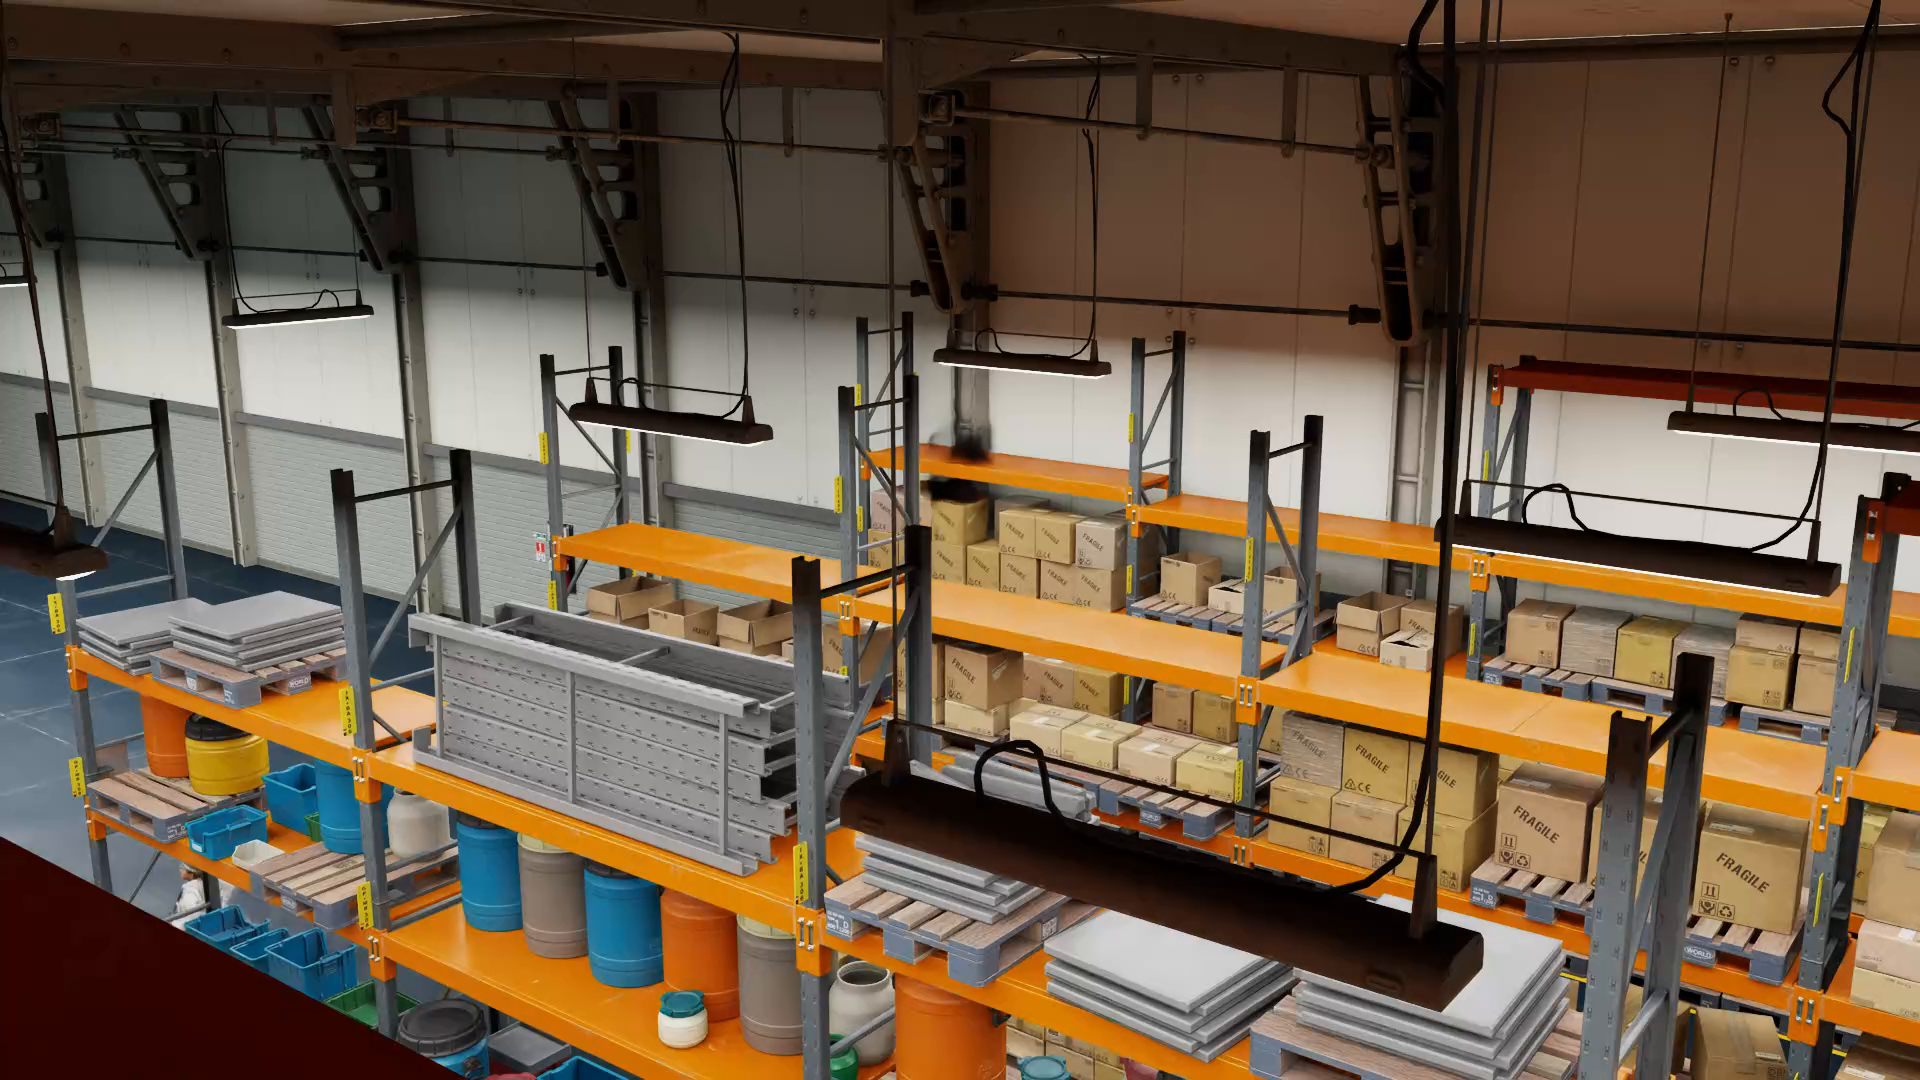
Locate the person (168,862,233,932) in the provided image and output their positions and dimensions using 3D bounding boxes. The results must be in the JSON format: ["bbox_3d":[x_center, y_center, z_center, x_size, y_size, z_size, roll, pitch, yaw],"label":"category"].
[{"bbox_3d":[-7.206,3.687,15.699,0.605,1.635,0.626,-2,13,-10],"label":"person"}]
